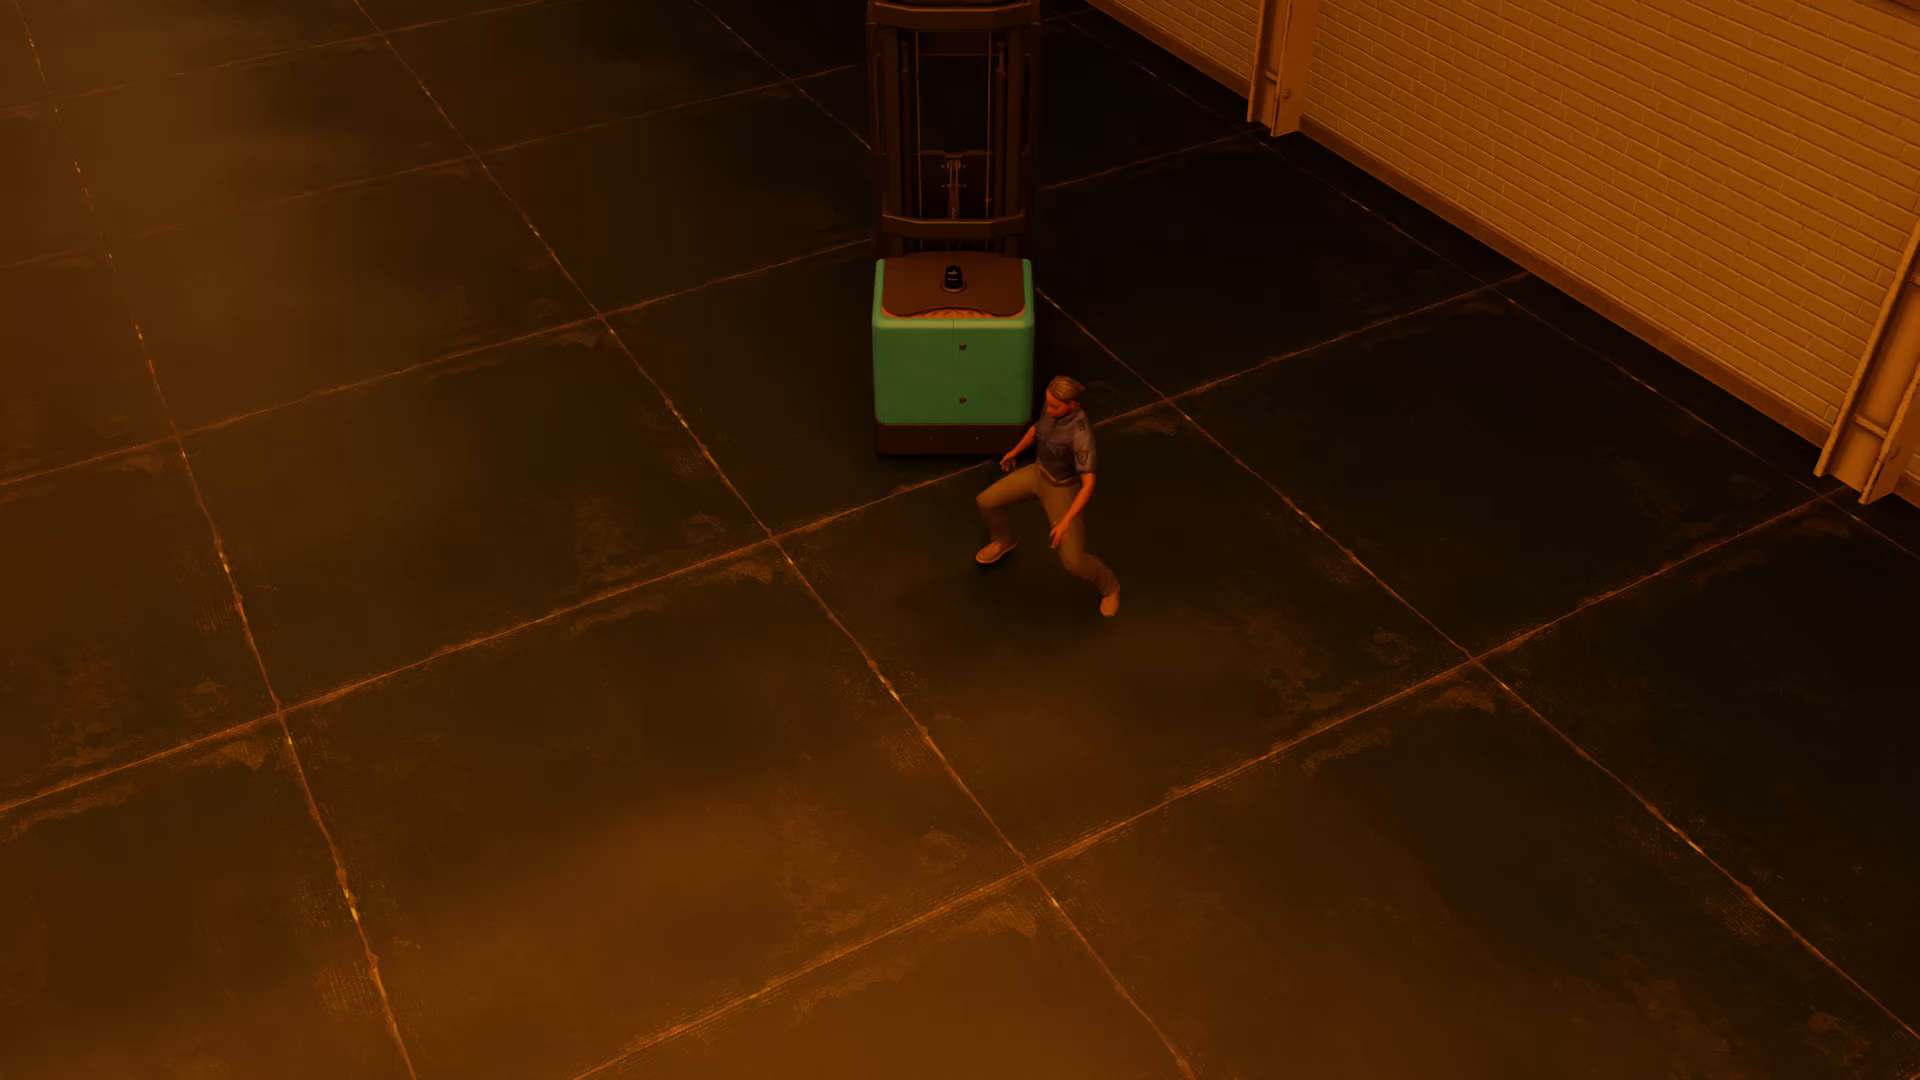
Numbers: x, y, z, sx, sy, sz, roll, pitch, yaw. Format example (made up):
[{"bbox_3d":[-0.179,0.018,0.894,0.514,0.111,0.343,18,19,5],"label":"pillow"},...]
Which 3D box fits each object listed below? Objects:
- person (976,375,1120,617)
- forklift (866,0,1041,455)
[{"bbox_3d":[0.561,-0.288,9.526,0.691,1.536,0.878,-17,43,-20],"label":"person"},{"bbox_3d":[-0.040,-2.598,11.169,1.130,2.935,3.031,0,40,0],"label":"forklift"}]
